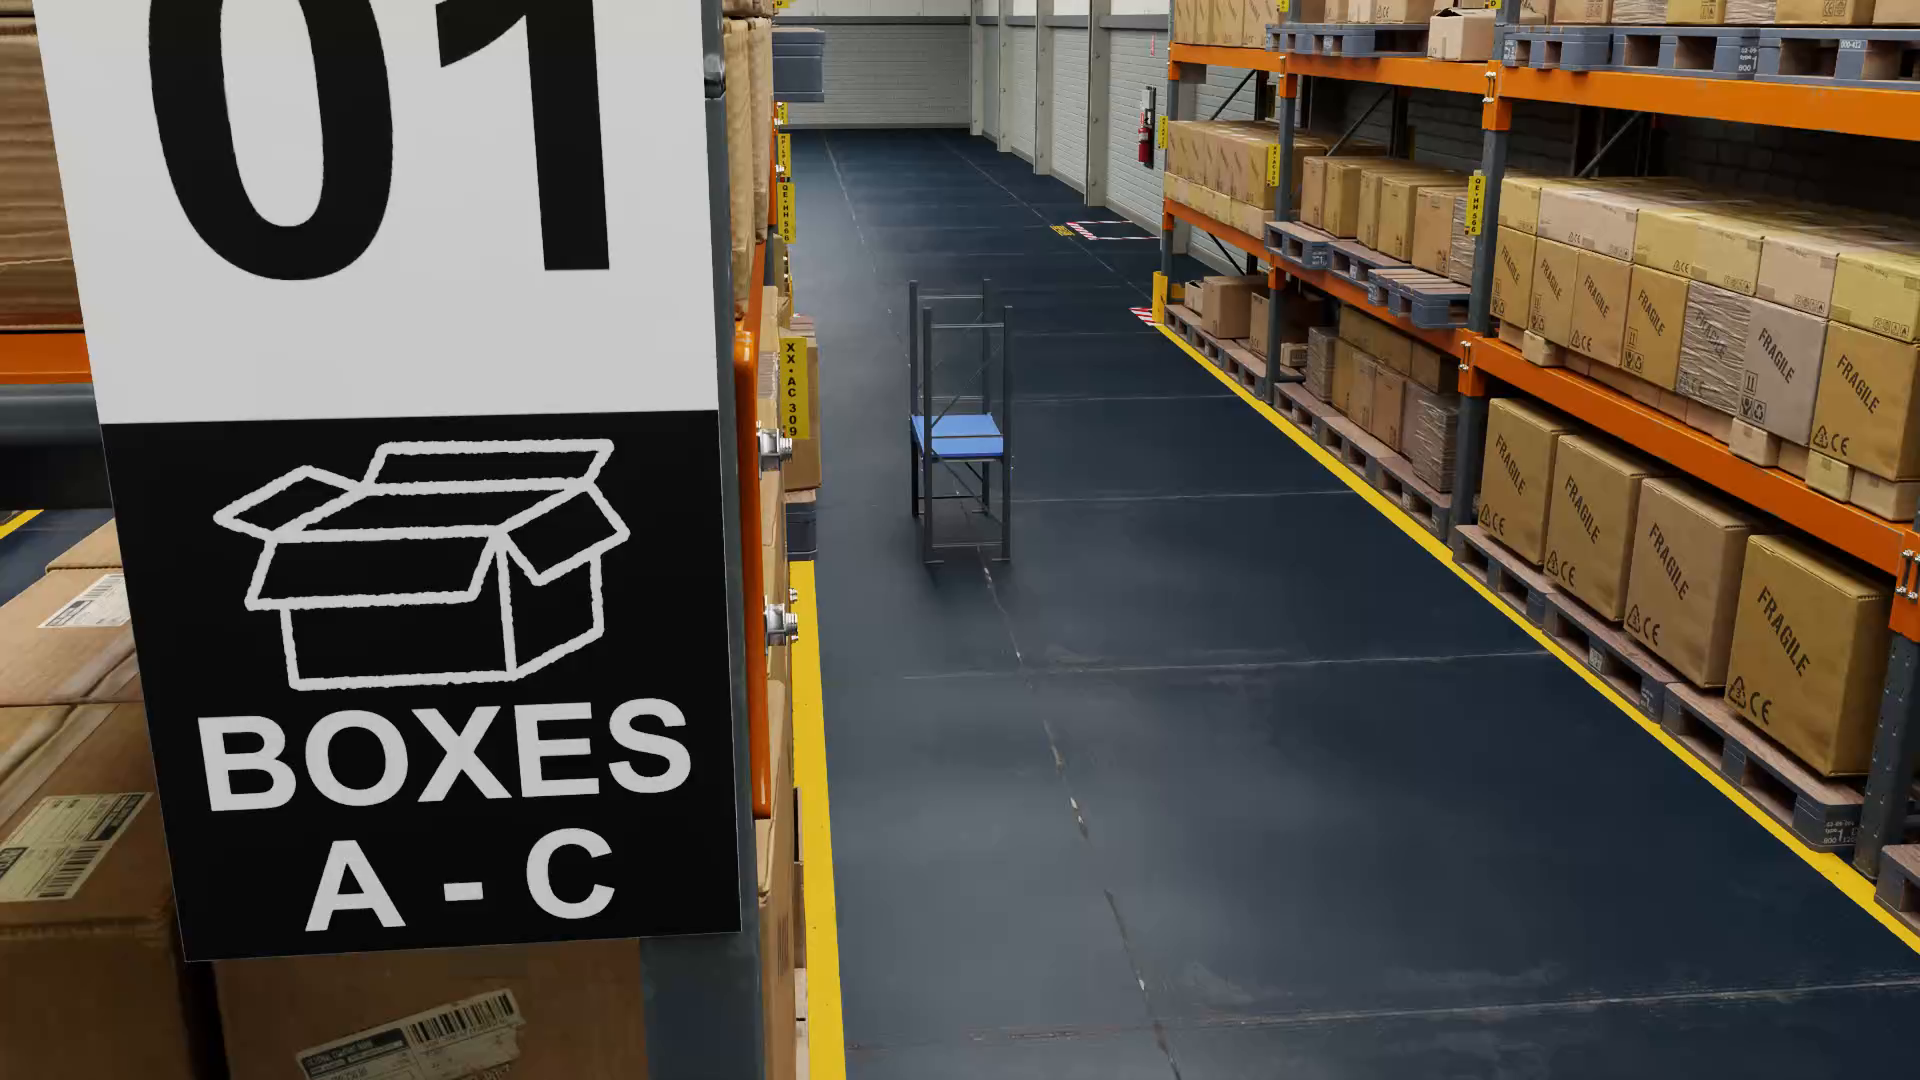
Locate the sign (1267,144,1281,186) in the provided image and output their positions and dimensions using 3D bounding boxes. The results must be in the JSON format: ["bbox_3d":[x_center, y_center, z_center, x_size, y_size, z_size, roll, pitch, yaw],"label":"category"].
[{"bbox_3d":[2.494,-2.976,13.203,0.100,0.325,0.005,-2,18,-6],"label":"sign"}]

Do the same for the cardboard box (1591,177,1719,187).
[{"bbox_3d":[3.750,-1.820,9.017,0.500,0.250,0.500,-1,17,-4],"label":"cardboard box"}]

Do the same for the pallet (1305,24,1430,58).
[{"bbox_3d":[3.101,-3.427,11.392,1.213,0.211,1.003,-2,18,-6],"label":"pallet"}]

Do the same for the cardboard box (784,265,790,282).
[{"bbox_3d":[-1.733,-2.120,14.559,0.500,0.500,0.500,-2,18,-6],"label":"cardboard box"}]

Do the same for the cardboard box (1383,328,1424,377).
[{"bbox_3d":[3.265,-1.303,11.506,0.500,0.250,0.500,-2,18,-6],"label":"cardboard box"}]

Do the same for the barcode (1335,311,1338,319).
[{"bbox_3d":[3.216,-1.920,14.190,0.001,0.075,0.075,-2,18,-6],"label":"barcode"}]

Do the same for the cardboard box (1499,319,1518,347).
[{"bbox_3d":[3.249,-1.175,9.297,0.380,0.149,0.250,-2,18,-6],"label":"cardboard box"}]

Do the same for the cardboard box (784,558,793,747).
[{"bbox_3d":[-0.652,0.356,3.870,0.500,0.500,0.500,-1,17,-4],"label":"cardboard box"}]

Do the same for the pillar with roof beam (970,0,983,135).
[{"bbox_3d":[-3.823,-15.259,43.758,9.100,9.000,0.400,-2,18,-6],"label":"pillar with roof beam"}]

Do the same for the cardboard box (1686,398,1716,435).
[{"bbox_3d":[3.454,-0.560,7.339,0.380,0.149,0.250,-2,18,-7],"label":"cardboard box"}]

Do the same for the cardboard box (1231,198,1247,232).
[{"bbox_3d":[2.640,-2.800,14.306,0.500,0.250,0.500,-2,18,-5],"label":"cardboard box"}]

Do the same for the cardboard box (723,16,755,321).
[{"bbox_3d":[-0.456,-0.373,1.600,0.500,0.250,0.500,-2,18,-6],"label":"cardboard box"}]

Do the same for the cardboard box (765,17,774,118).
[{"bbox_3d":[-0.754,-1.267,4.448,0.500,0.250,0.500,-2,18,-6],"label":"cardboard box"}]

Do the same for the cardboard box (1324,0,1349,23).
[{"bbox_3d":[3.010,-4.096,12.339,0.500,0.500,0.500,1,17,2],"label":"cardboard box"}]

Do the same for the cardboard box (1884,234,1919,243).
[{"bbox_3d":[4.009,-1.056,6.584,0.500,0.250,0.500,-2,17,-5],"label":"cardboard box"}]

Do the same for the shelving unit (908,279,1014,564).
[{"bbox_3d":[-0.009,-0.741,10.033,0.538,1.500,1.048,-2,18,-6],"label":"shelving unit"}]

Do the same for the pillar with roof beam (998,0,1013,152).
[{"bbox_3d":[-3.204,-13.471,38.064,9.100,9.000,0.400,-2,18,-6],"label":"pillar with roof beam"}]

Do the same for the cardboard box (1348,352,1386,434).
[{"bbox_3d":[3.241,-1.075,12.031,0.700,0.500,0.500,-2,17,-5],"label":"cardboard box"}]

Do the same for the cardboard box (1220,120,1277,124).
[{"bbox_3d":[2.881,-3.935,16.670,0.500,0.500,0.500,-2,18,-6],"label":"cardboard box"}]

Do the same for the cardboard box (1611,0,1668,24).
[{"bbox_3d":[3.660,-2.780,8.115,0.700,0.500,0.500,-3,18,-9],"label":"cardboard box"}]

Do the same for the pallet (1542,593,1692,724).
[{"bbox_3d":[3.575,0.540,8.104,1.003,0.211,1.213,-2,18,-6],"label":"pallet"}]

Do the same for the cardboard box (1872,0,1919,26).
[{"bbox_3d":[3.877,-2.153,6.117,0.700,0.500,0.500,-3,18,-9],"label":"cardboard box"}]

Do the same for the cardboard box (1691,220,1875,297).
[{"bbox_3d":[3.460,-1.191,7.015,0.500,0.250,0.500,-1,17,-5],"label":"cardboard box"}]

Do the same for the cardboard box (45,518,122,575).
[{"bbox_3d":[-1.087,0.194,2.716,0.500,0.500,0.500,-1,17,-4],"label":"cardboard box"}]

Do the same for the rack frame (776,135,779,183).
[{"bbox_3d":[-1.894,-2.428,12.902,1.000,3.000,0.127,-2,18,-6],"label":"rack frame"}]

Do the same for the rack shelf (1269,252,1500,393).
[{"bbox_3d":[3.239,-1.643,11.603,1.077,0.370,4.000,-2,18,-6],"label":"rack shelf"}]

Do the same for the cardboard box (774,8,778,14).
[{"bbox_3d":[-1.683,-4.332,12.858,0.500,0.500,0.500,0,17,-1],"label":"cardboard box"}]

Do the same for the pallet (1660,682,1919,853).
[{"bbox_3d":[3.704,0.905,6.944,1.003,0.211,1.213,-2,18,-6],"label":"pallet"}]

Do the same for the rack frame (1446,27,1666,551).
[{"bbox_3d":[3.446,-1.390,9.597,1.000,3.000,0.127,-2,18,-6],"label":"rack frame"}]

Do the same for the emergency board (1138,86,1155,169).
[{"bbox_3d":[2.717,-6.117,24.653,0.194,1.169,0.643,-2,18,-6],"label":"emergency board"}]

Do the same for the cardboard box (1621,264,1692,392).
[{"bbox_3d":[3.398,-0.978,7.586,0.500,0.500,0.500,-1,17,-4],"label":"cardboard box"}]

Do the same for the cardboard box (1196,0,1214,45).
[{"bbox_3d":[2.484,-4.839,15.374,0.500,0.500,0.500,-1,17,-3],"label":"cardboard box"}]

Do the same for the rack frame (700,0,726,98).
[{"bbox_3d":[-0.656,-1.715,0.615,1.000,3.000,0.127,-2,18,-6],"label":"rack frame"}]

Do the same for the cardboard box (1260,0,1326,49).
[{"bbox_3d":[2.735,-4.214,13.383,0.500,0.500,0.500,-1,17,-4],"label":"cardboard box"}]

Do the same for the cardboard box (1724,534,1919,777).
[{"bbox_3d":[3.662,0.437,6.664,0.750,0.750,0.750,-2,17,-5],"label":"cardboard box"}]

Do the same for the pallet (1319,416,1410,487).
[{"bbox_3d":[3.244,-0.655,11.912,1.003,0.211,1.213,-2,18,-6],"label":"pallet"}]

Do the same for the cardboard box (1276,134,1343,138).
[{"bbox_3d":[3.097,-3.327,14.732,0.500,0.500,0.500,-1,17,-4],"label":"cardboard box"}]

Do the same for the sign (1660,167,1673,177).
[{"bbox_3d":[3.997,-1.961,9.481,0.100,0.325,0.005,-2,18,-6],"label":"sign"}]

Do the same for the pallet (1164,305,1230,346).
[{"bbox_3d":[2.677,-2.177,16.760,1.003,0.211,1.213,-2,18,-6],"label":"pallet"}]

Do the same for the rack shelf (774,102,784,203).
[{"bbox_3d":[-1.275,-1.728,6.867,1.077,0.370,4.000,-2,18,-6],"label":"rack shelf"}]

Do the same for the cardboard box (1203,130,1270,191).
[{"bbox_3d":[2.524,-3.463,15.164,0.500,0.500,0.500,-1,17,-4],"label":"cardboard box"}]

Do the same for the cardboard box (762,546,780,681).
[{"bbox_3d":[-0.501,0.327,2.292,0.500,0.500,0.500,-2,18,-5],"label":"cardboard box"}]

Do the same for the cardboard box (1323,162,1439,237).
[{"bbox_3d":[3.102,-2.520,12.295,0.700,0.500,0.500,0,17,0],"label":"cardboard box"}]

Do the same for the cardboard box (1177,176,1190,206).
[{"bbox_3d":[2.423,-3.402,16.223,0.500,0.250,0.500,-2,18,-7],"label":"cardboard box"}]

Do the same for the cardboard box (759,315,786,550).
[{"bbox_3d":[-0.703,-0.274,4.205,0.500,0.500,0.500,-2,18,-7],"label":"cardboard box"}]

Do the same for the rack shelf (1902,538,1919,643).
[{"bbox_3d":[4.065,0.741,4.011,1.077,0.370,4.000,-2,18,-6],"label":"rack shelf"}]

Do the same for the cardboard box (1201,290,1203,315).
[{"bbox_3d":[2.661,-2.322,16.319,0.500,0.311,0.500,0,17,-1],"label":"cardboard box"}]

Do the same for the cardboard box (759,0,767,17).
[{"bbox_3d":[-0.600,-1.059,2.949,0.500,0.250,0.500,-2,18,-6],"label":"cardboard box"}]

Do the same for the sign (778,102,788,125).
[{"bbox_3d":[-1.765,-4.297,16.529,0.100,0.325,0.005,-2,18,-6],"label":"sign"}]

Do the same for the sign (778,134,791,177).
[{"bbox_3d":[-1.355,-2.962,12.803,0.100,0.325,0.005,-2,18,-6],"label":"sign"}]

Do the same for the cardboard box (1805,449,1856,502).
[{"bbox_3d":[3.492,-0.254,6.366,0.380,0.149,0.250,-1,17,-5],"label":"cardboard box"}]

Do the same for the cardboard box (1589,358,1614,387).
[{"bbox_3d":[3.394,-0.869,8.324,0.380,0.149,0.250,-1,17,-4],"label":"cardboard box"}]

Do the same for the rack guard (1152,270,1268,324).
[{"bbox_3d":[2.628,-2.558,17.491,1.175,0.500,0.348,-2,18,-6],"label":"rack guard"}]

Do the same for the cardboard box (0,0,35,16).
[{"bbox_3d":[-0.963,-0.596,1.475,0.500,0.250,0.500,-2,18,-6],"label":"cardboard box"}]

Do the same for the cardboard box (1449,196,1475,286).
[{"bbox_3d":[3.387,-1.787,9.961,0.700,0.500,0.500,-4,18,-12],"label":"cardboard box"}]

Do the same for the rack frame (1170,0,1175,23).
[{"bbox_3d":[2.621,-6.636,16.290,1.000,3.000,0.127,-2,18,-6],"label":"rack frame"}]

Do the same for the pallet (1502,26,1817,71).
[{"bbox_3d":[3.565,-2.541,8.570,1.213,0.211,1.003,-1,17,-3],"label":"pallet"}]

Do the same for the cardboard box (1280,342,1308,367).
[{"bbox_3d":[2.948,-1.598,14.256,0.380,0.166,0.250,-4,18,-13],"label":"cardboard box"}]
